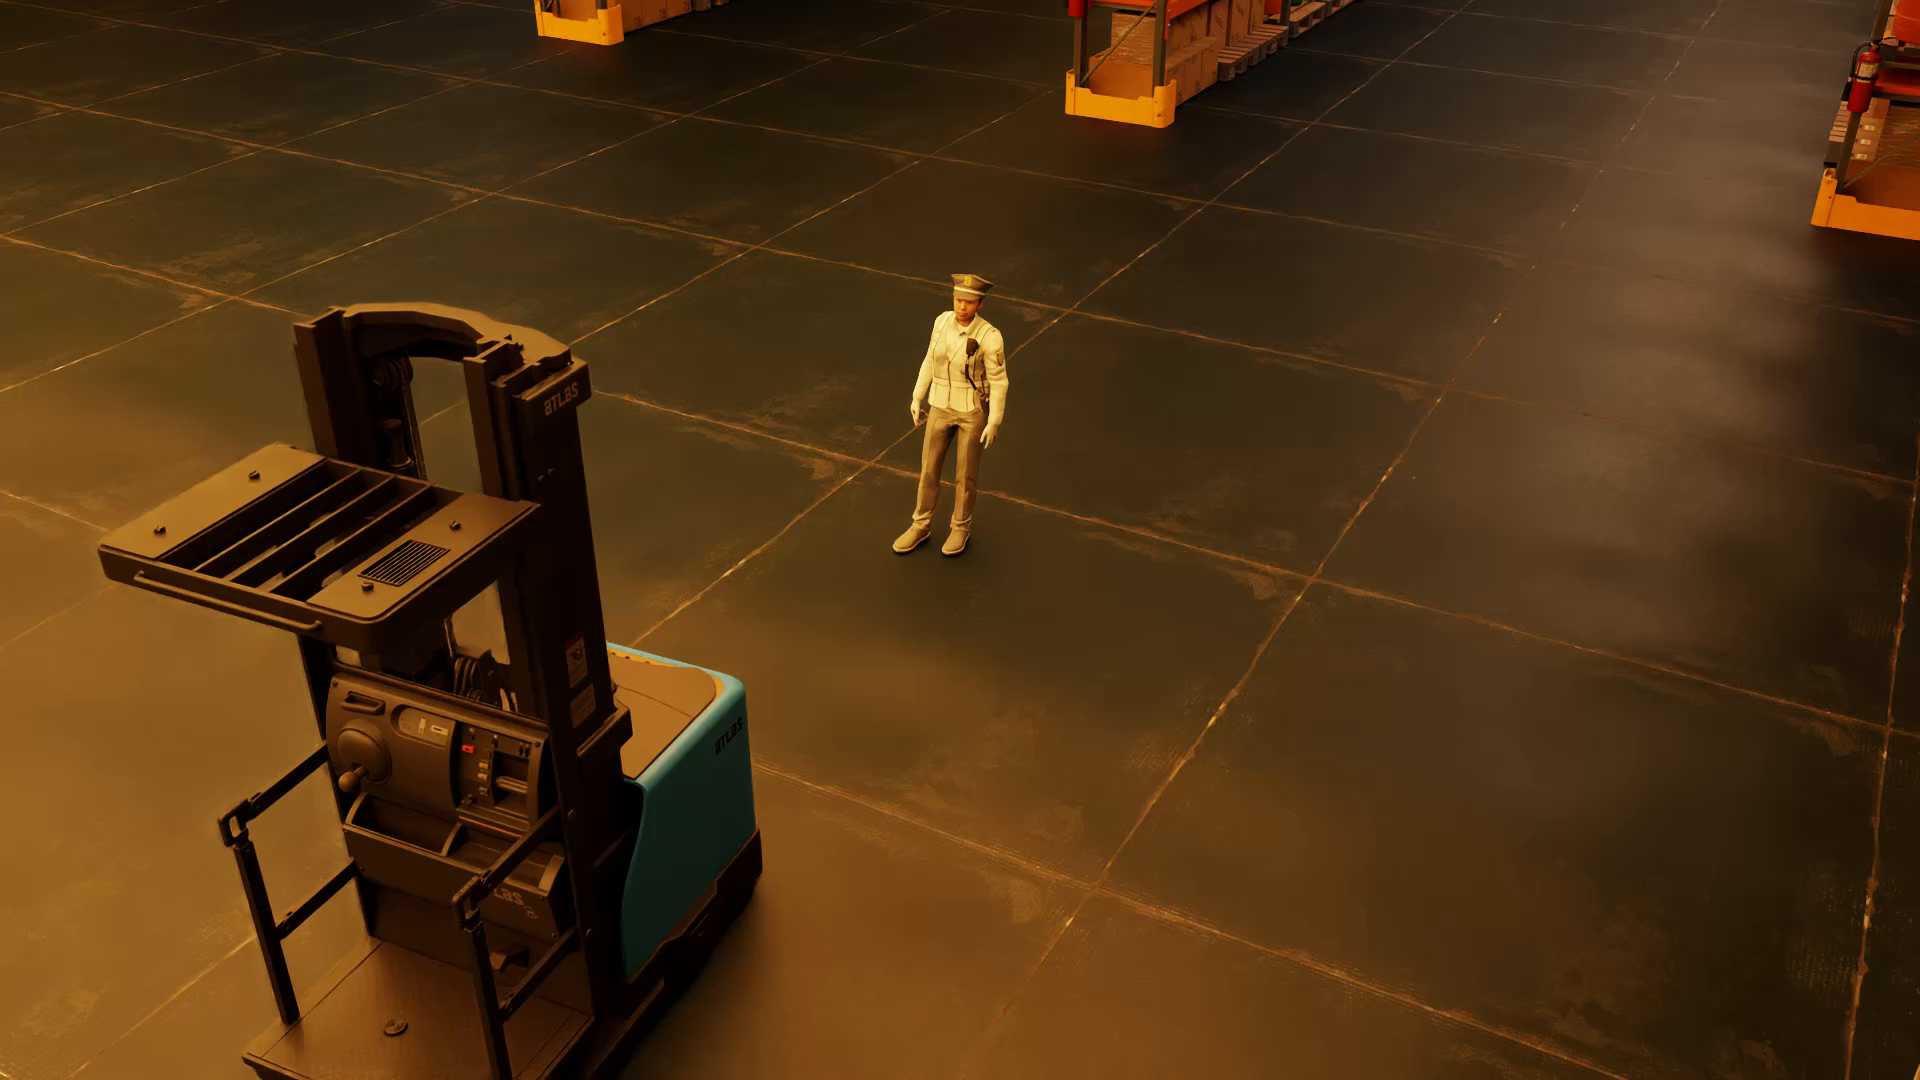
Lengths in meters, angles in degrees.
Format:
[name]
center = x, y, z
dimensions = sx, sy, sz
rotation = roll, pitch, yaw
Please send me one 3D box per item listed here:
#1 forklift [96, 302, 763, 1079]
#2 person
[forklift]
center = -1.933, 0.805, 5.676
dimensions = 1.130, 2.935, 3.031
rotation = 13, 32, 21
[person]
center = -0.040, -0.712, 9.527
dimensions = 0.586, 1.694, 0.530
rotation = 15, 33, 25
